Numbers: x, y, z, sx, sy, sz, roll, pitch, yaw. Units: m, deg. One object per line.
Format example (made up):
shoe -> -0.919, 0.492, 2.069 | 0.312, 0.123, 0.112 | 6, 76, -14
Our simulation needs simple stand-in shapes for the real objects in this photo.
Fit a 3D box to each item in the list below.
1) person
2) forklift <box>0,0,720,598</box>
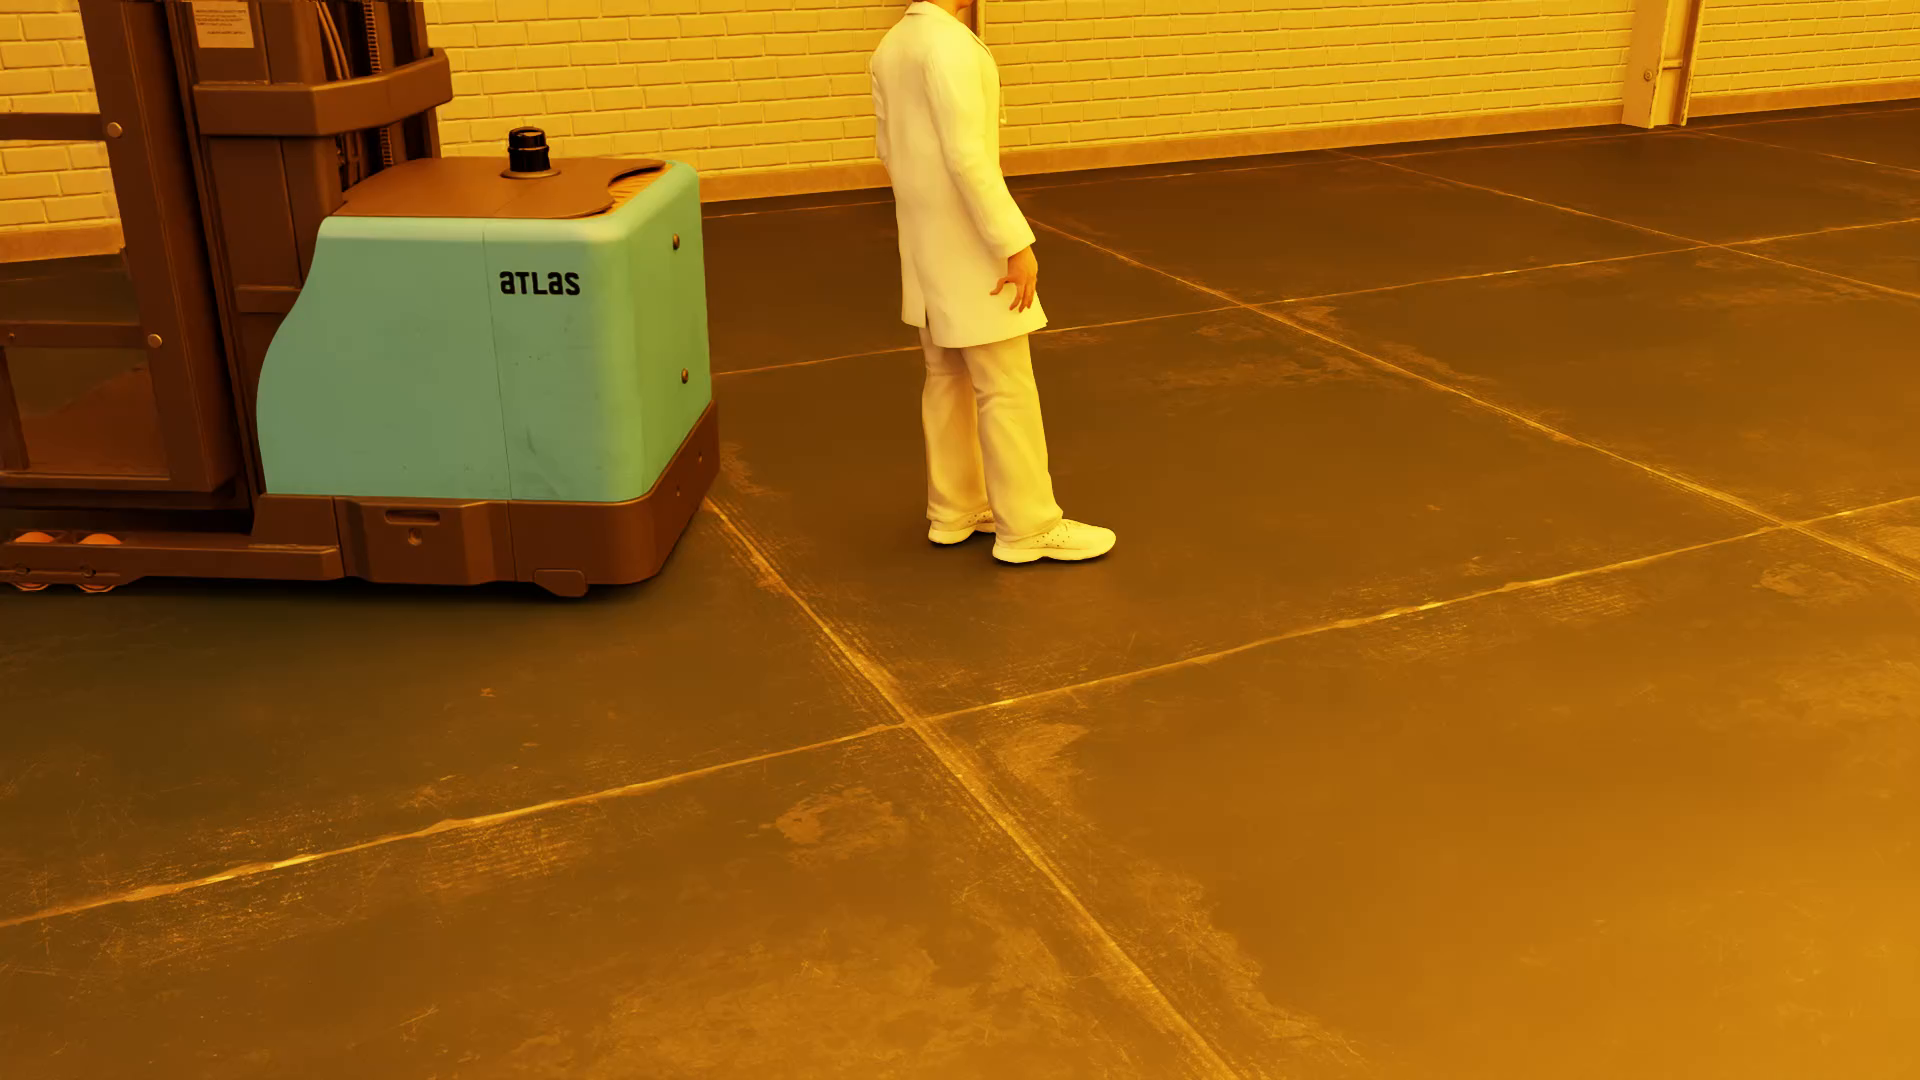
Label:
person -> 0.084, -0.841, 4.794 | 0.581, 1.776, 0.694 | -10, 25, -23
forklift -> -2.333, -1.401, 4.659 | 3.031, 2.935, 1.130 | 2, 23, 4
